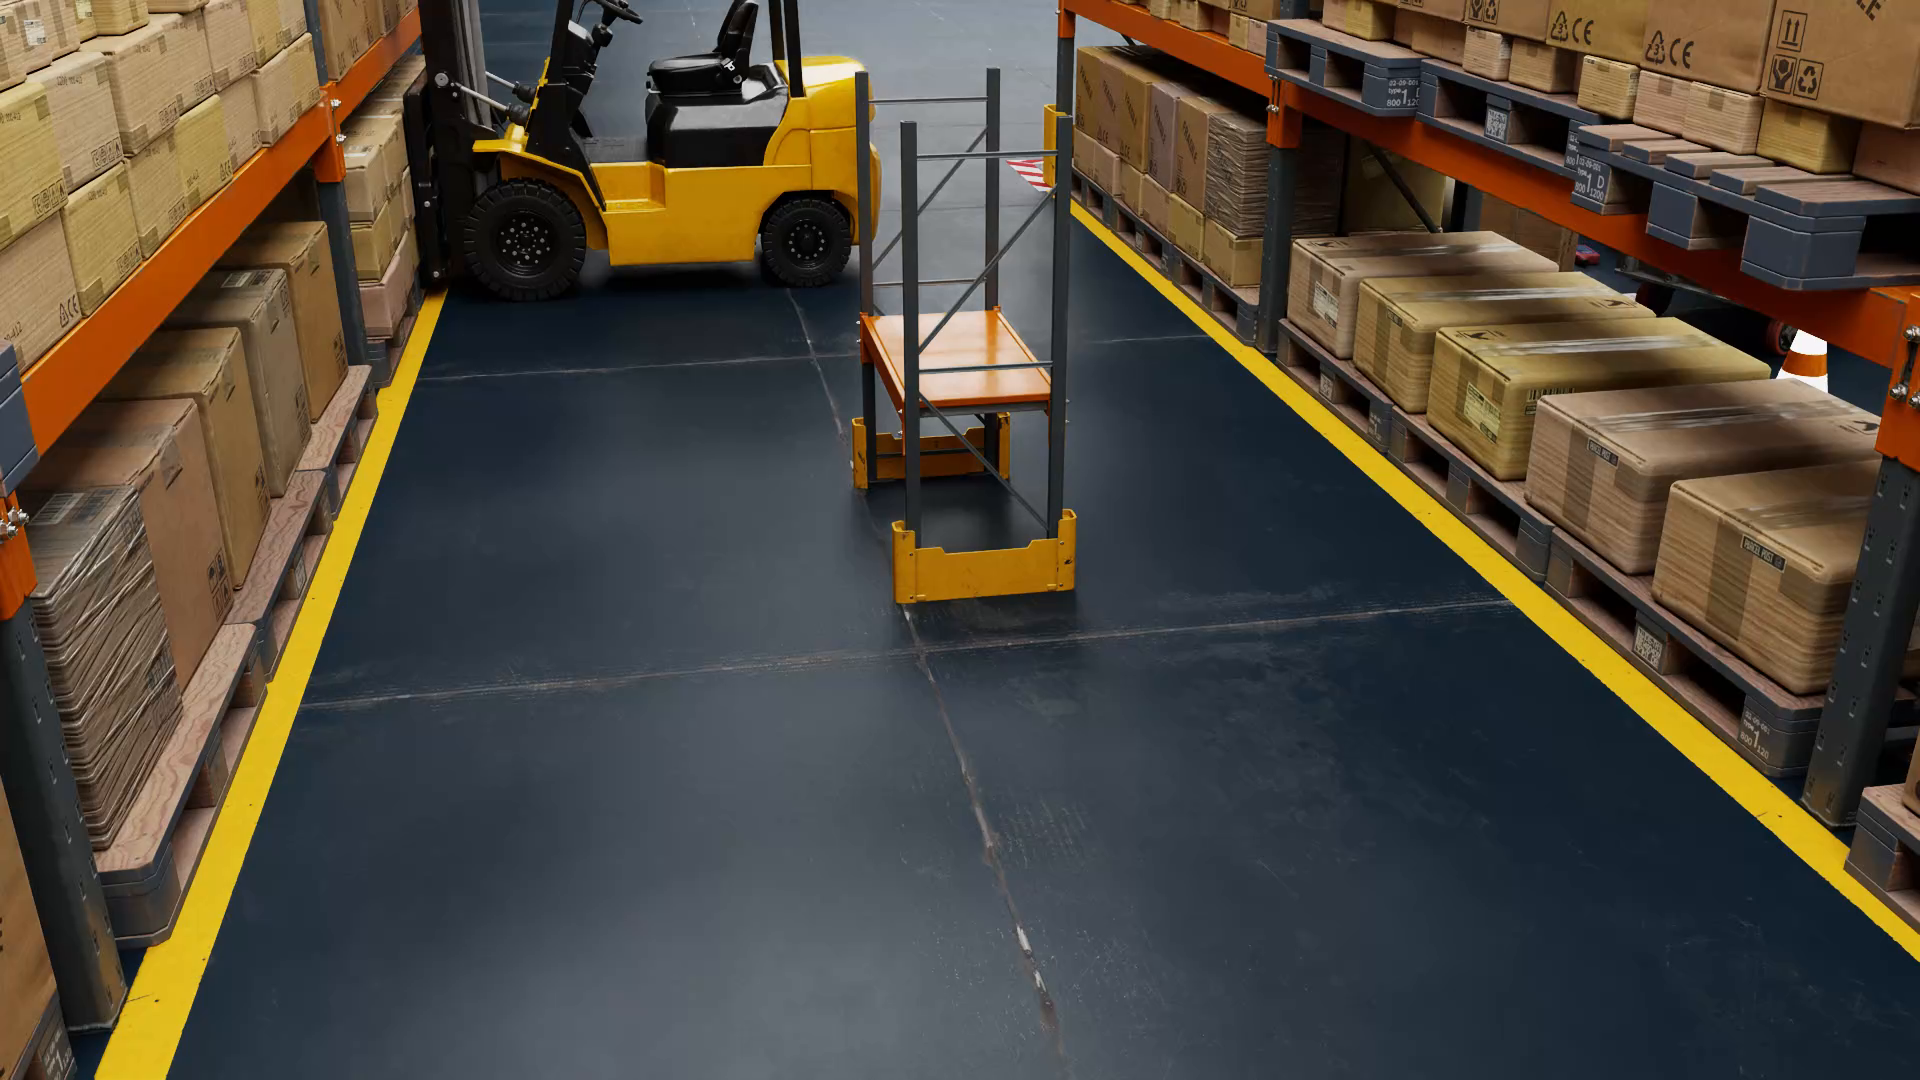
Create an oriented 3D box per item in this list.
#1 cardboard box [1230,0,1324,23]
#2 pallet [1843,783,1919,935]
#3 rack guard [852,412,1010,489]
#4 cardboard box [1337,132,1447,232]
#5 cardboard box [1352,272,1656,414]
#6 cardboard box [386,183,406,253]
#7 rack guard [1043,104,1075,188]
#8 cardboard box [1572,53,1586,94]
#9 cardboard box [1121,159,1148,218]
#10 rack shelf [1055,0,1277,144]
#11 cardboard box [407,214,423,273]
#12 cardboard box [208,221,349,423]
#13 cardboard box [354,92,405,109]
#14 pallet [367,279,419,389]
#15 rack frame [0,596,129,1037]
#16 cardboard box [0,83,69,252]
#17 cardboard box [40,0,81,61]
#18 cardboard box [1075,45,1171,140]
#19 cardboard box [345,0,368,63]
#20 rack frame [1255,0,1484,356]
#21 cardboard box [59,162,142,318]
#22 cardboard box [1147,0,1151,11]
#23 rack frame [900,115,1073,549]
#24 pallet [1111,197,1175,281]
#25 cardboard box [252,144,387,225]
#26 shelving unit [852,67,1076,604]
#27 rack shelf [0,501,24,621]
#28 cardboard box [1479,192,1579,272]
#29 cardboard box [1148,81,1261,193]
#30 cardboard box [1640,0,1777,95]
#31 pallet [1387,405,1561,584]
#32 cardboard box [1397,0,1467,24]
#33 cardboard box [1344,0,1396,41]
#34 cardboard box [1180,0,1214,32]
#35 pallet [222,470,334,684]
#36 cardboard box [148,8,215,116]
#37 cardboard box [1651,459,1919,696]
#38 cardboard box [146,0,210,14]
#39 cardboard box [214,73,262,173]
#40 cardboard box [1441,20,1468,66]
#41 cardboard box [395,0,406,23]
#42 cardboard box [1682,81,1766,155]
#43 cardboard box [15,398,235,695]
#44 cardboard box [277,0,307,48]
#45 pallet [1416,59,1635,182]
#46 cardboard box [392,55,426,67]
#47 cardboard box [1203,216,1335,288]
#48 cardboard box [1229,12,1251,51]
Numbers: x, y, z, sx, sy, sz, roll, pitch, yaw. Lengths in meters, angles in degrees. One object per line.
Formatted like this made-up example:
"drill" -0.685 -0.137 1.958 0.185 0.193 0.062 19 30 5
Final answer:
"cardboard box" 1.562 -2.629 7.524 0.500 0.500 0.500 -5 24 -11
"pallet" 2.700 0.877 3.479 1.003 0.211 1.213 -4 24 -10
"rack guard" -0.106 -0.340 6.217 0.587 0.250 0.087 -4 24 -10
"cardboard box" 2.045 -1.818 8.139 0.500 0.500 0.500 -3 24 -7
"cardboard box" 2.125 -0.790 6.569 0.950 0.372 0.625 -3 24 -6
"cardboard box" -2.870 -1.494 7.709 0.500 0.250 0.500 -4 24 -10
"rack guard" 1.163 -2.688 11.280 1.175 0.500 0.348 -4 24 -10
"cardboard box" 2.099 -1.417 5.035 0.380 0.149 0.250 -4 24 -9
"cardboard box" 1.227 -2.043 9.591 0.500 0.250 0.500 -3 24 -6
"rack shelf" 1.519 -2.747 9.191 1.077 0.370 4.000 -4 24 -10
"cardboard box" -2.972 -1.468 8.274 0.500 0.250 0.500 -4 24 -9
"cardboard box" -2.881 -0.821 6.325 0.875 0.625 0.625 -3 24 -7
"cardboard box" -3.047 -2.129 8.539 0.500 0.250 0.500 -5 24 -11
"pallet" -3.094 -0.959 7.683 1.003 0.211 1.213 -4 24 -10
"rack frame" -2.249 -0.348 2.799 1.000 3.000 0.127 -4 24 -10
"cardboard box" -2.066 -0.703 3.174 0.500 0.250 0.500 -4 24 -10
"cardboard box" -2.202 -1.144 3.687 0.380 0.149 0.250 -4 24 -9
"cardboard box" 1.032 -2.793 10.370 0.500 0.500 0.500 -5 24 -12
"cardboard box" -2.927 -2.365 7.292 0.500 0.500 0.500 -4 24 -9
"rack frame" 1.889 -2.290 7.246 1.000 3.000 0.127 -4 24 -10
"cardboard box" -2.179 -0.670 3.724 0.500 0.250 0.500 -5 24 -11
"cardboard box" 1.249 -2.983 9.146 0.380 0.149 0.250 -5 24 -11
"rack frame" 0.078 -0.521 5.069 0.500 1.500 0.032 -4 24 -10
"pallet" 1.501 -1.755 9.504 1.003 0.211 1.213 -4 24 -10
"cardboard box" -2.770 -1.525 7.156 0.500 0.250 0.500 -5 24 -11
"shelving unit" -0.014 -0.717 5.518 0.587 1.500 1.083 -4 24 -10
"rack shelf" -1.879 0.768 1.142 1.077 0.370 4.000 -4 24 -10
"cardboard box" 3.028 -1.668 8.941 0.500 0.500 0.500 13 27 27
"cardboard box" 1.324 -2.180 8.967 0.500 0.500 0.500 -3 24 -7
"cardboard box" 2.165 -1.452 4.306 0.500 0.500 0.500 -5 24 -11
"pallet" 2.263 -0.225 6.002 1.003 0.211 1.213 -4 24 -10
"cardboard box" 1.865 -2.067 5.713 0.500 0.500 0.500 -4 24 -10
"cardboard box" 1.718 -2.028 6.435 0.380 0.149 0.250 -4 24 -9
"cardboard box" 1.339 -2.678 8.449 0.380 0.149 0.250 -5 24 -11
"pallet" -2.585 0.124 5.202 1.003 0.211 1.213 -4 24 -10
"cardboard box" -2.381 -1.304 4.551 0.500 0.250 0.500 -4 24 -9
"cardboard box" 2.534 0.072 4.596 0.950 0.372 0.625 -6 24 -13
"cardboard box" -2.317 -1.548 4.610 0.380 0.149 0.250 -5 24 -11
"cardboard box" -2.478 -1.279 5.118 0.500 0.250 0.500 -4 24 -9
"cardboard box" 1.896 -1.720 5.730 0.380 0.149 0.250 -4 24 -9
"cardboard box" -3.197 -2.960 8.655 0.500 0.500 0.500 -5 24 -11
"cardboard box" 2.125 -1.102 4.314 0.380 0.149 0.250 -5 24 -10
"cardboard box" -2.479 0.045 4.341 0.875 0.625 0.625 -4 24 -8
"cardboard box" -2.646 -1.908 5.933 0.500 0.250 0.500 -5 24 -11
"pallet" 2.222 -1.405 5.458 1.003 0.211 1.213 -4 24 -10
"cardboard box" -3.337 -2.727 9.908 0.500 0.250 0.500 -4 24 -8
"cardboard box" 1.515 -1.435 8.199 0.500 0.250 0.500 -3 24 -7
"cardboard box" 1.477 -2.377 7.758 0.380 0.149 0.250 -4 24 -9
